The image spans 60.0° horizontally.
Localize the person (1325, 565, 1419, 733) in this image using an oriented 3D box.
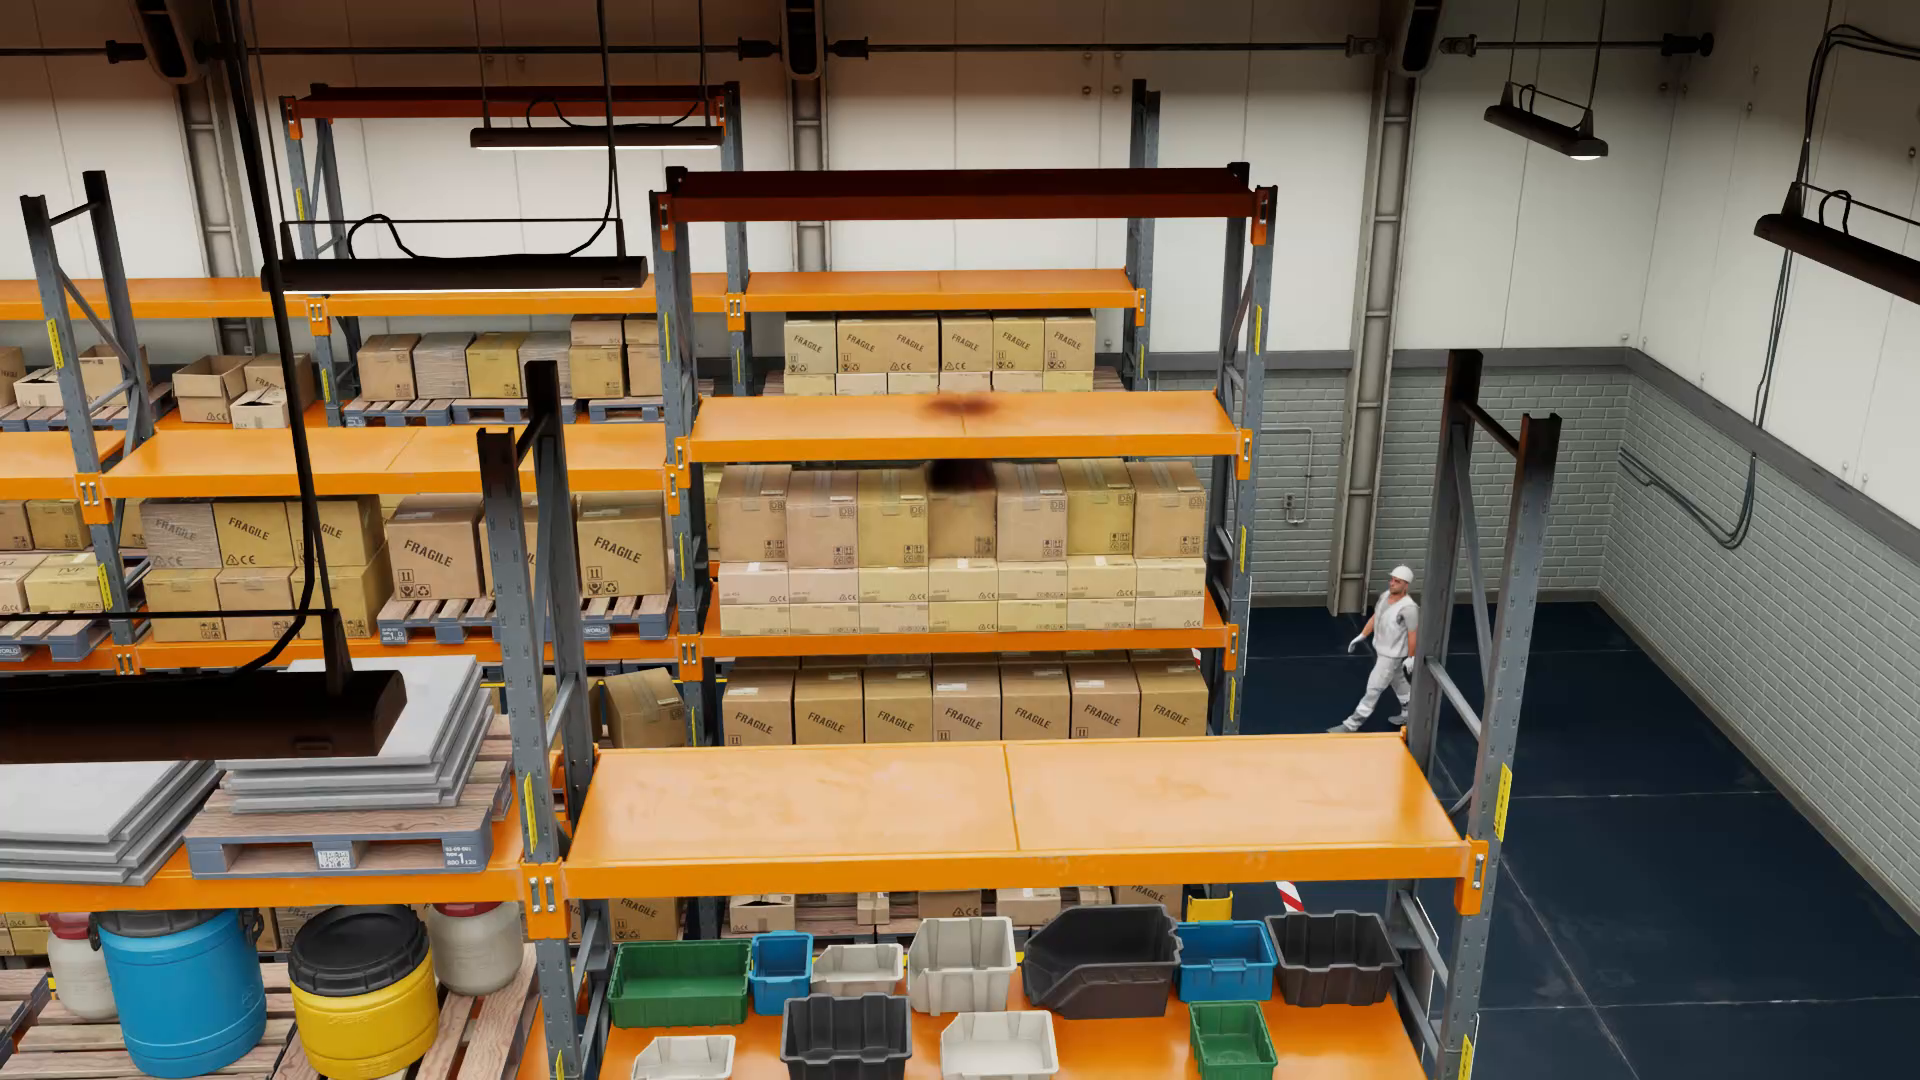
[{"bbox_3d":[4.067,1.059,16.147,1.005,1.722,0.516,-2,22,-6],"label":"person"}]
